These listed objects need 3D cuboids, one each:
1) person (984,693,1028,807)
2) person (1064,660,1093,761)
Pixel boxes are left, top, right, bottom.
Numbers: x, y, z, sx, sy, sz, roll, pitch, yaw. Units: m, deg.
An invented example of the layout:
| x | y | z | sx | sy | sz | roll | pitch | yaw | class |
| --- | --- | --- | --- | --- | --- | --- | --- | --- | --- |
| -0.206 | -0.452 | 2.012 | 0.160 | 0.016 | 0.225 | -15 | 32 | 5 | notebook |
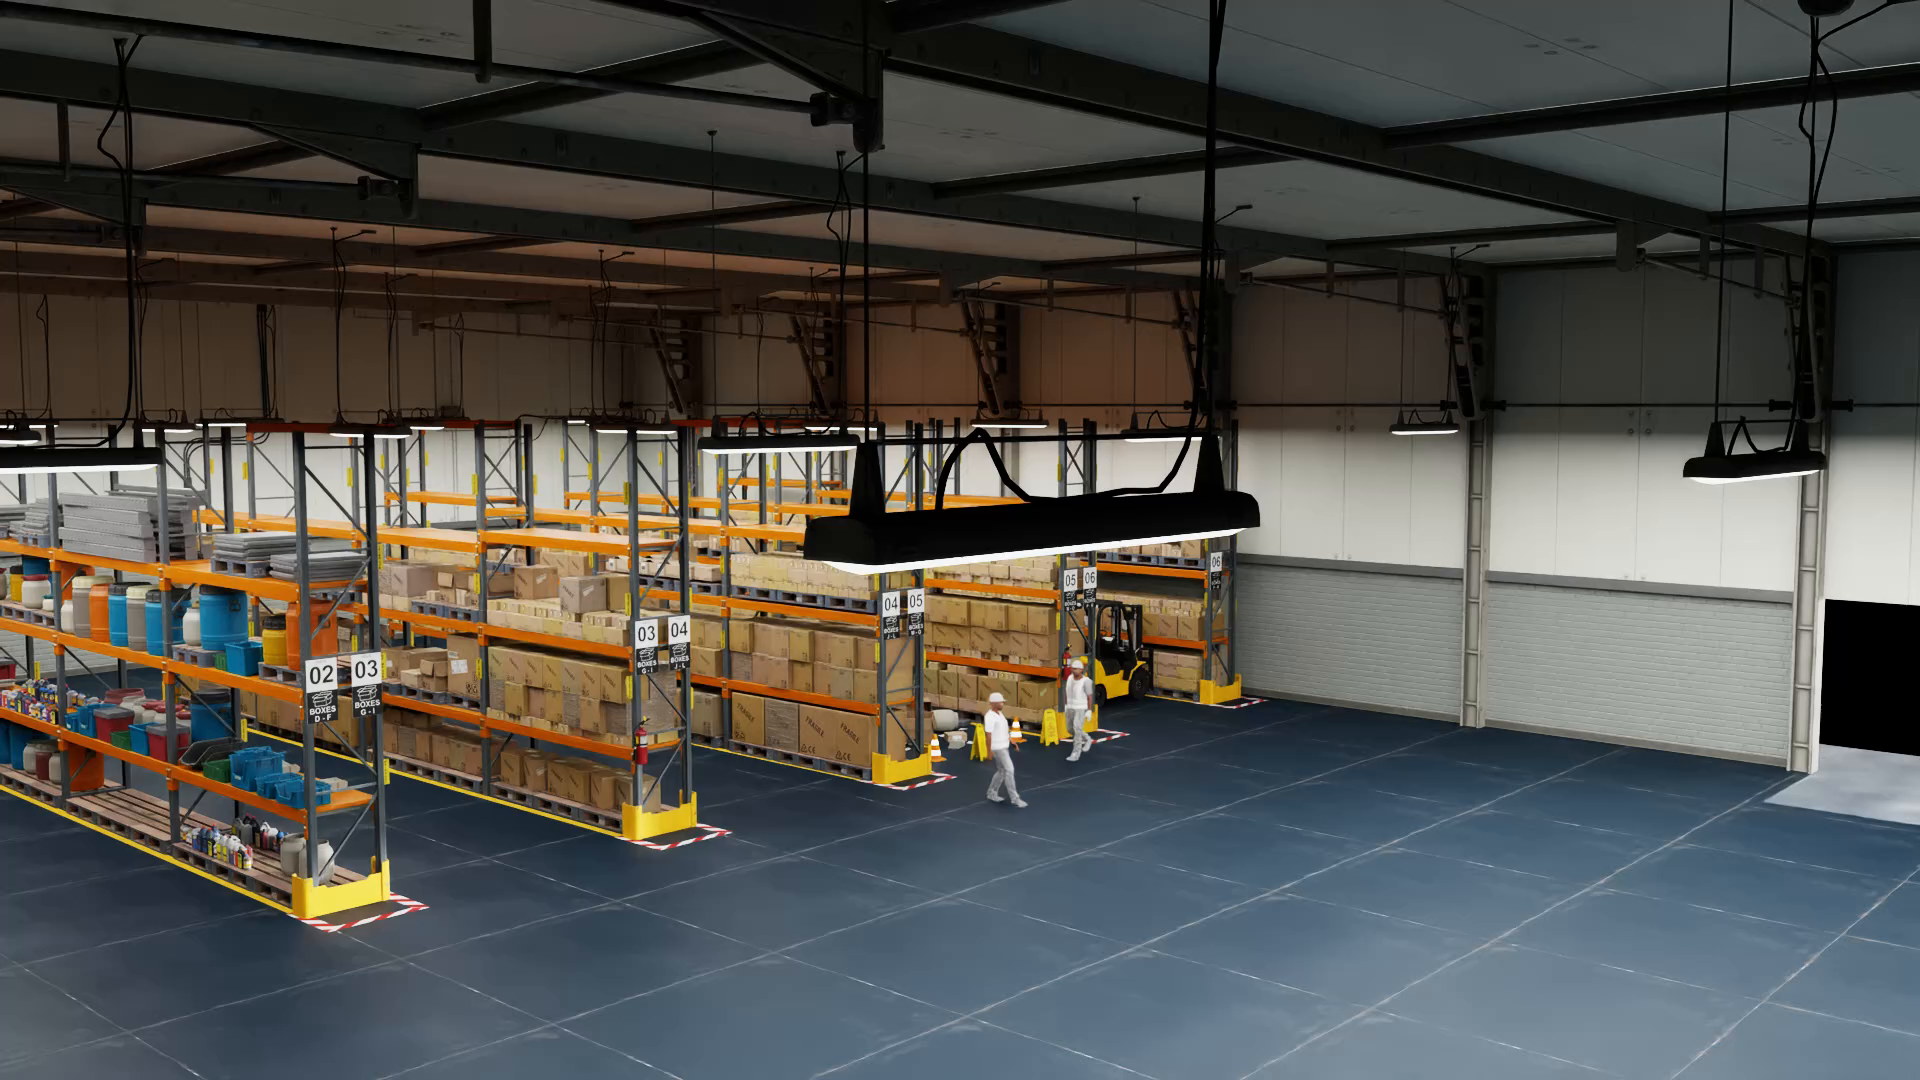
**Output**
| x | y | z | sx | sy | sz | roll | pitch | yaw | class |
| --- | --- | --- | --- | --- | --- | --- | --- | --- | --- |
| 0.762 | 3.311 | 26.370 | 0.754 | 1.759 | 0.597 | 1 | 5 | 16 | person |
| 2.115 | 3.020 | 29.701 | 0.867 | 1.767 | 0.586 | -4 | 6 | -44 | person |
